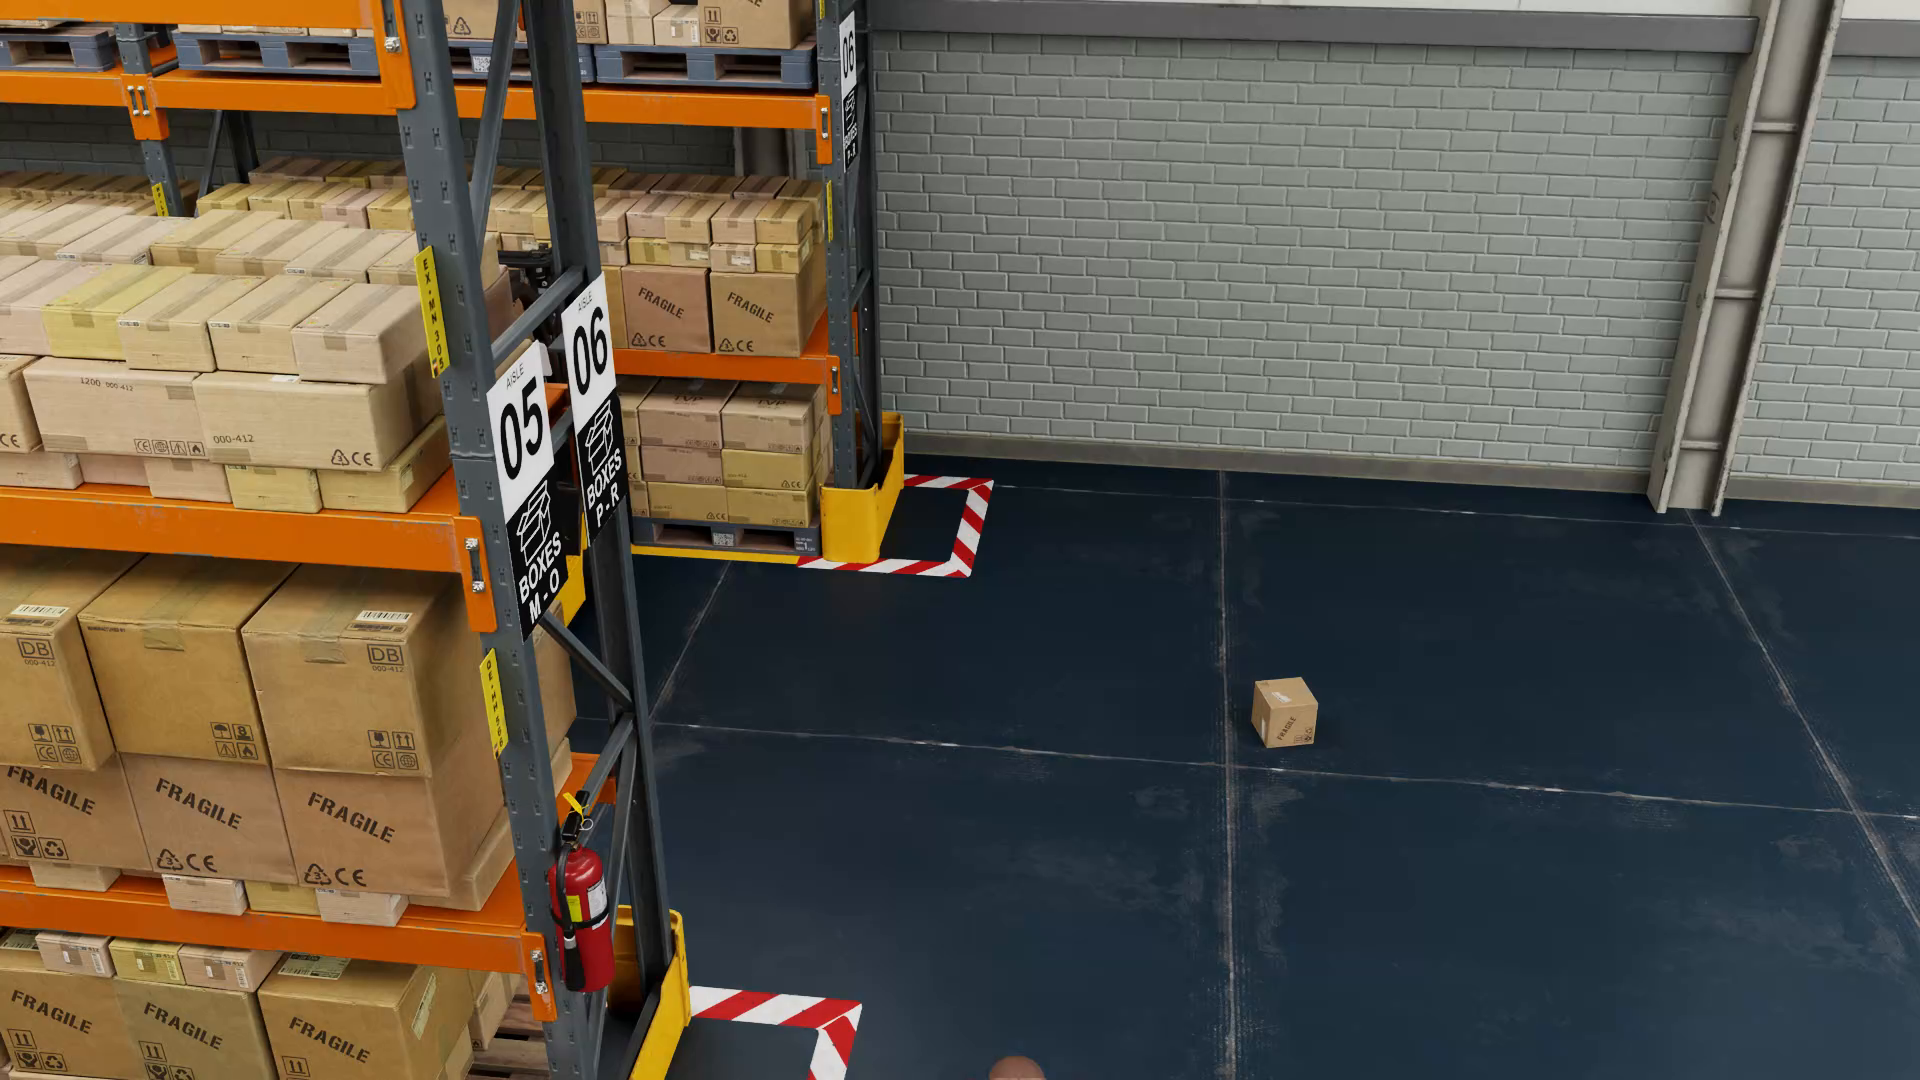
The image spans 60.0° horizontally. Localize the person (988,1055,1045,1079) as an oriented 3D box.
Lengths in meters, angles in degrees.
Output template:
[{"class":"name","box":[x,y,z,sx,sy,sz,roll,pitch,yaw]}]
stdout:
[{"class":"person","box":[0.117,2.133,4.667,0.526,1.674,1.029,6,29,11]}]
